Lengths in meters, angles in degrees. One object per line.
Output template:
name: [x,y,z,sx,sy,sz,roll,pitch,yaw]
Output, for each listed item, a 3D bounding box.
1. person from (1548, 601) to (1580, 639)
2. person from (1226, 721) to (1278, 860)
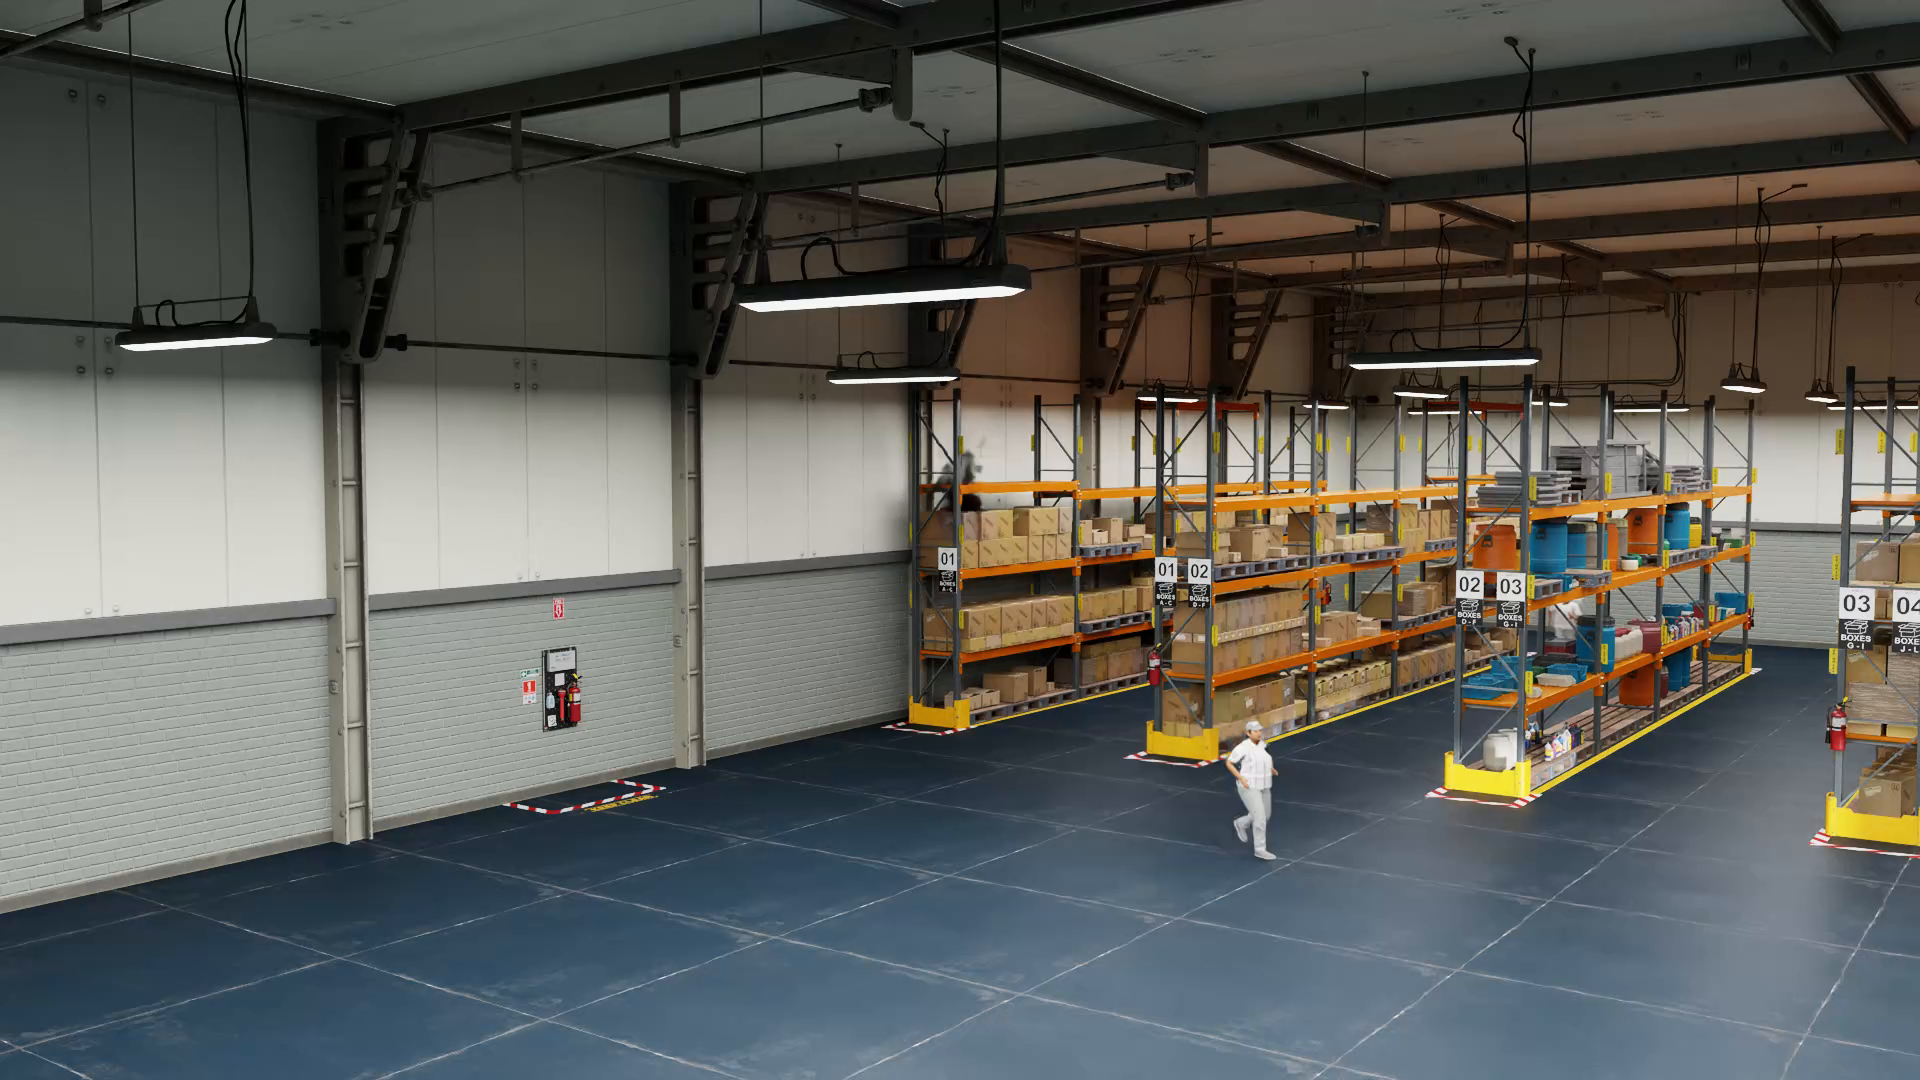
person: [13.499,1.986,37.175,0.678,1.807,0.876,1,4,22]
person: [3.583,3.024,20.316,0.620,1.634,0.804,-2,4,-34]
